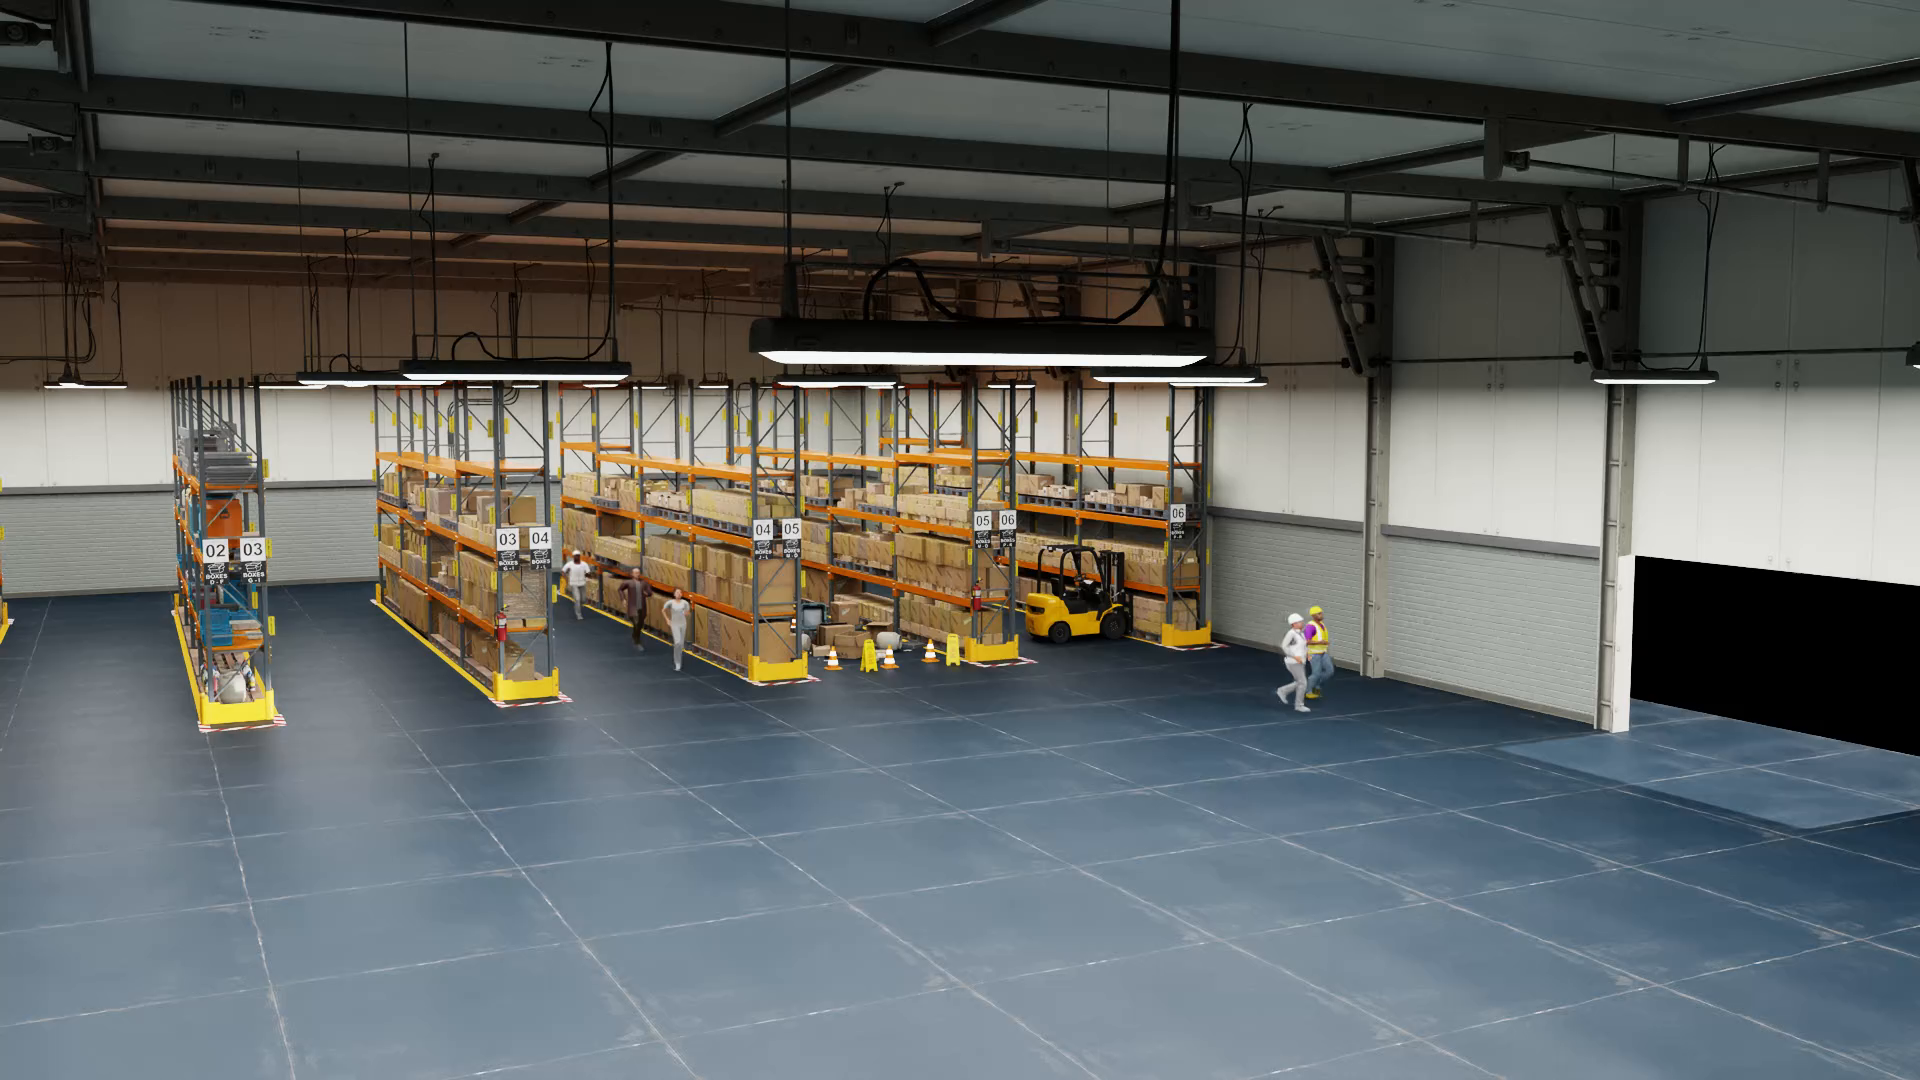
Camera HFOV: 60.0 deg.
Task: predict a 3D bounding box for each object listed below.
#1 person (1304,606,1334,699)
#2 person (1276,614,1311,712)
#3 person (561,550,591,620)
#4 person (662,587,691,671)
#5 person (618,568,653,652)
[{"bbox_3d":[6.689,2.106,30.887,0.680,1.754,0.629,-5,7,-44],"label":"person"},{"bbox_3d":[5.991,2.198,29.901,0.687,1.753,0.670,3,6,31],"label":"person"},{"bbox_3d":[-9.639,1.129,41.872,0.714,1.744,0.901,-3,6,-31],"label":"person"},{"bbox_3d":[-5.847,1.832,34.457,0.548,1.726,0.709,-3,6,-29],"label":"person"},{"bbox_3d":[-7.187,1.527,36.985,0.686,1.809,0.988,-3,6,-33],"label":"person"}]
